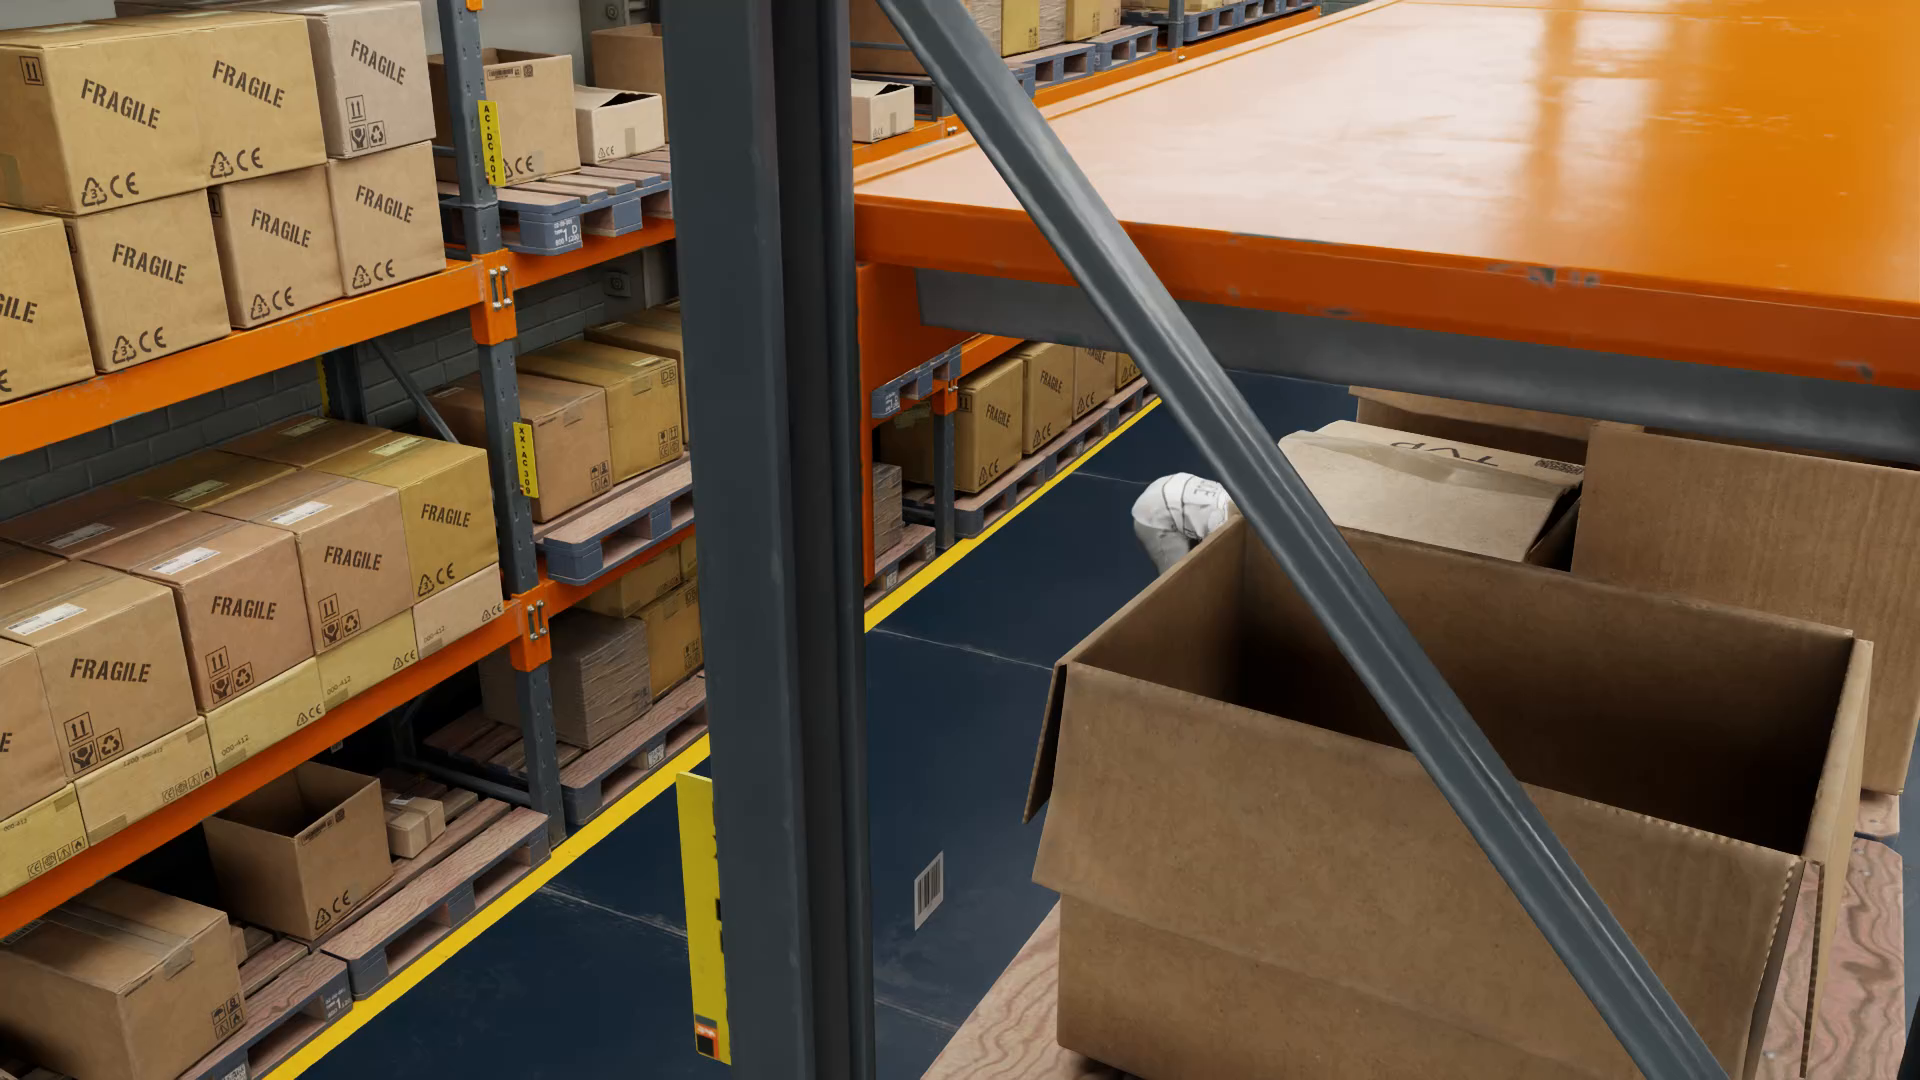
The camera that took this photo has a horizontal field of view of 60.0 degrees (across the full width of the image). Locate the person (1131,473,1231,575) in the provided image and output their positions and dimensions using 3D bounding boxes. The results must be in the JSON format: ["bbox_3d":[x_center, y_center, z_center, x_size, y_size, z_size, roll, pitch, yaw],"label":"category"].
[{"bbox_3d":[1.442,0.170,9.475,0.952,1.058,0.478,10,25,23],"label":"person"}]
